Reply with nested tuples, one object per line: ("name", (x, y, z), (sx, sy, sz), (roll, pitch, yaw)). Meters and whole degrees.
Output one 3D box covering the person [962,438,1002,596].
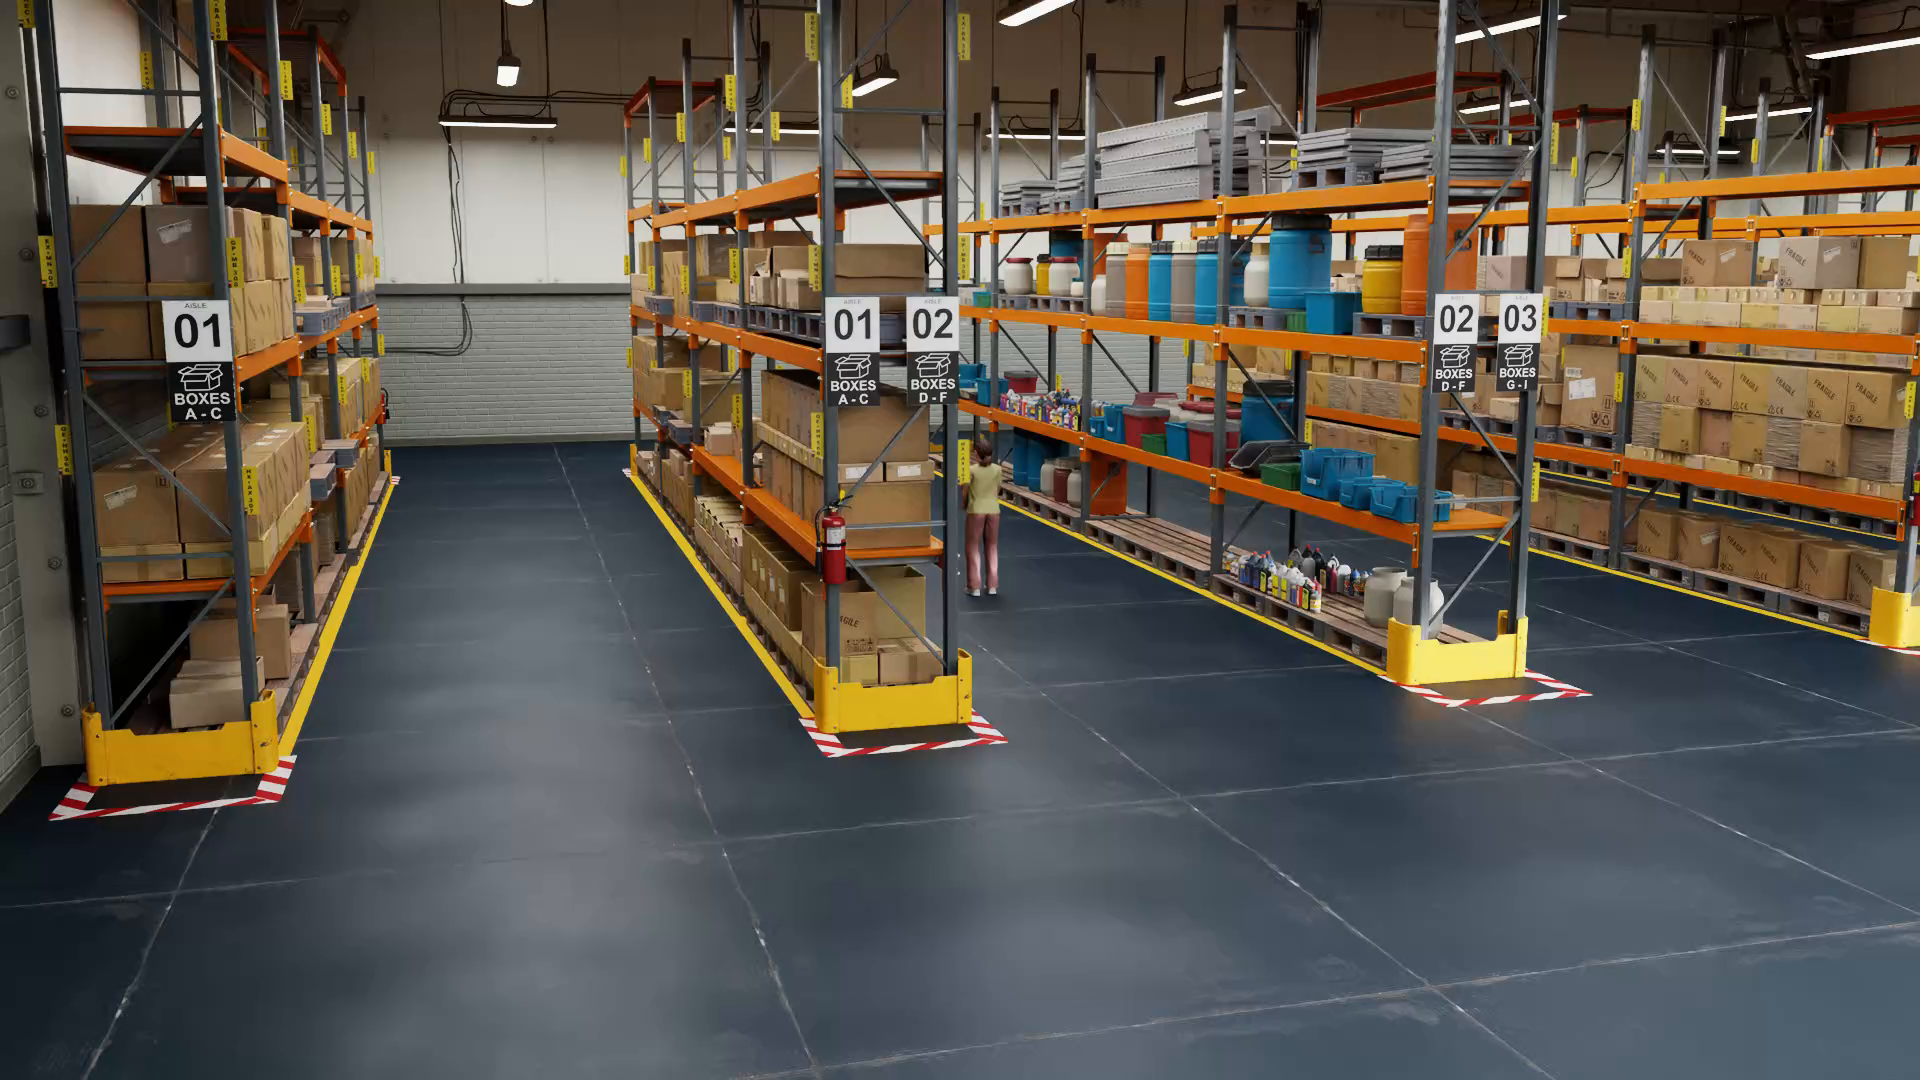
("person", (0.218, -0.255, 17.470), (0.427, 1.662, 0.553), (-3, 10, -16))
